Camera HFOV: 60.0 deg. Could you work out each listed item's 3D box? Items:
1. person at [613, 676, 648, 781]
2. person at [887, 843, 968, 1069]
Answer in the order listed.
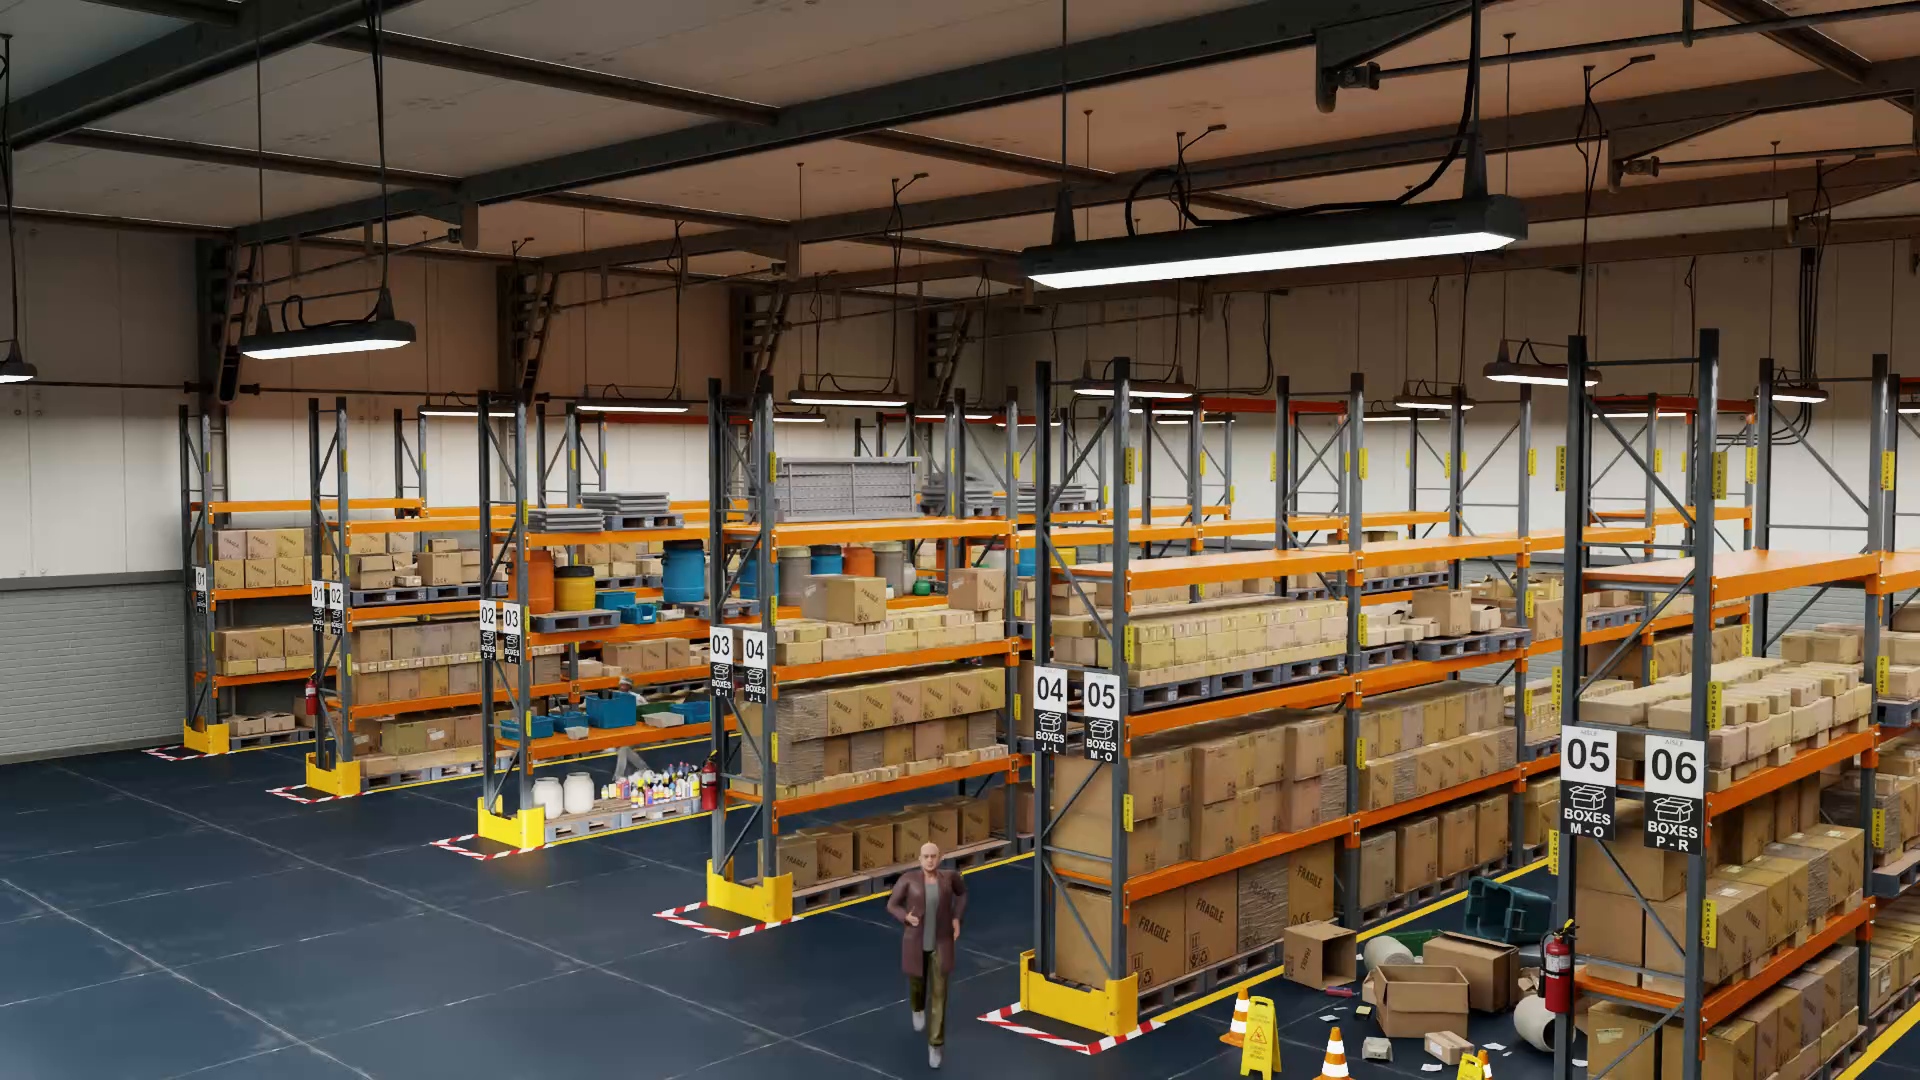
[{"bbox_3d":[-5.173,2.958,25.833,0.587,1.729,0.895,2,4,38],"label":"person"},{"bbox_3d":[-0.273,3.503,14.342,0.716,1.799,1.040,0,3,-3],"label":"person"}]
